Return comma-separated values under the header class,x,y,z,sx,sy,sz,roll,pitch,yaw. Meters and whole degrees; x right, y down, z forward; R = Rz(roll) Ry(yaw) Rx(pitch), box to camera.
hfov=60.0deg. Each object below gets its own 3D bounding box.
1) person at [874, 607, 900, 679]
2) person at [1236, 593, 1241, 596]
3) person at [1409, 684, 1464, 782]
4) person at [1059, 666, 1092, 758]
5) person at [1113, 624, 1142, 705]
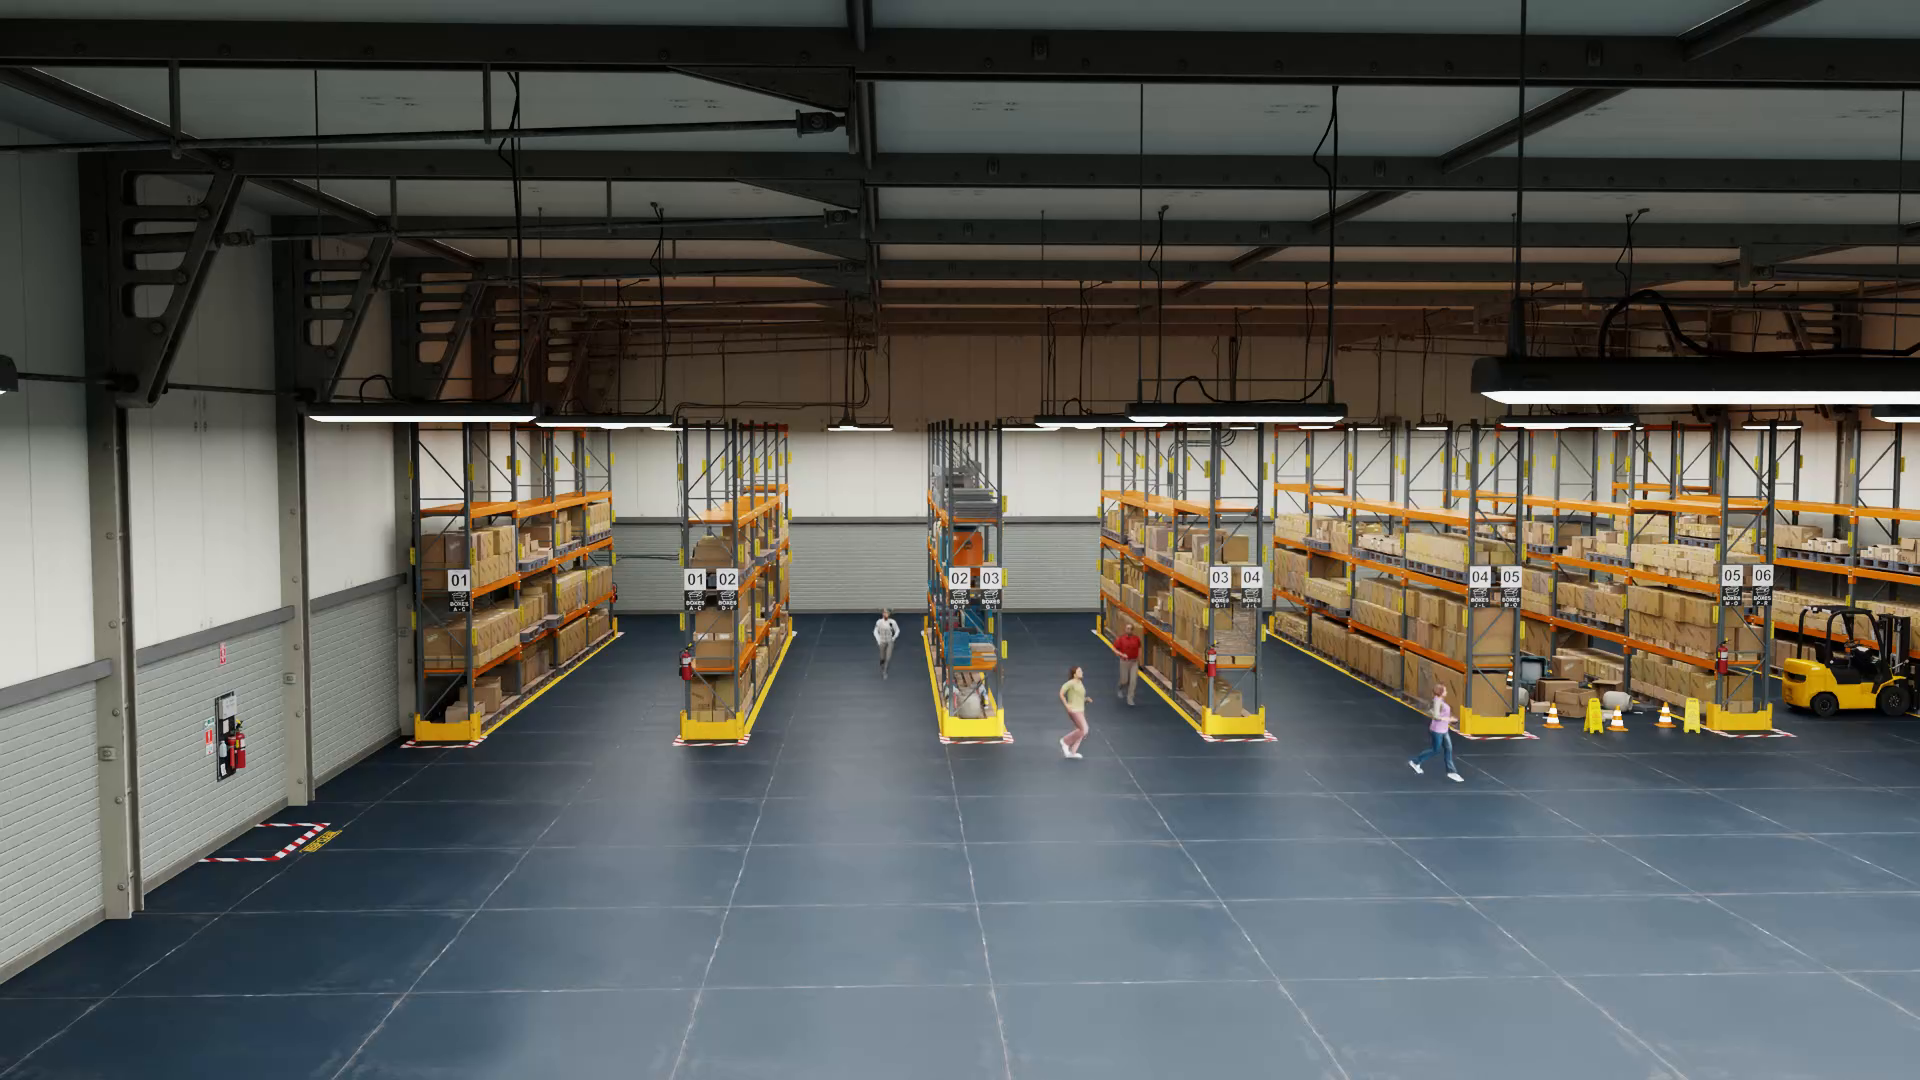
class,x,y,z,sx,sy,sz,roll,pitch,yaw
person,-1.712,2.410,39.041,0.617,1.667,0.607,0,4,0
person,8.165,1.760,48.312,0.640,1.706,0.651,-3,5,-40
person,7.865,3.161,27.406,0.877,1.605,0.538,2,4,26
person,2.058,3.028,29.258,0.514,1.638,0.624,2,4,30
person,3.561,2.620,35.223,0.668,1.691,0.734,-1,4,-12
